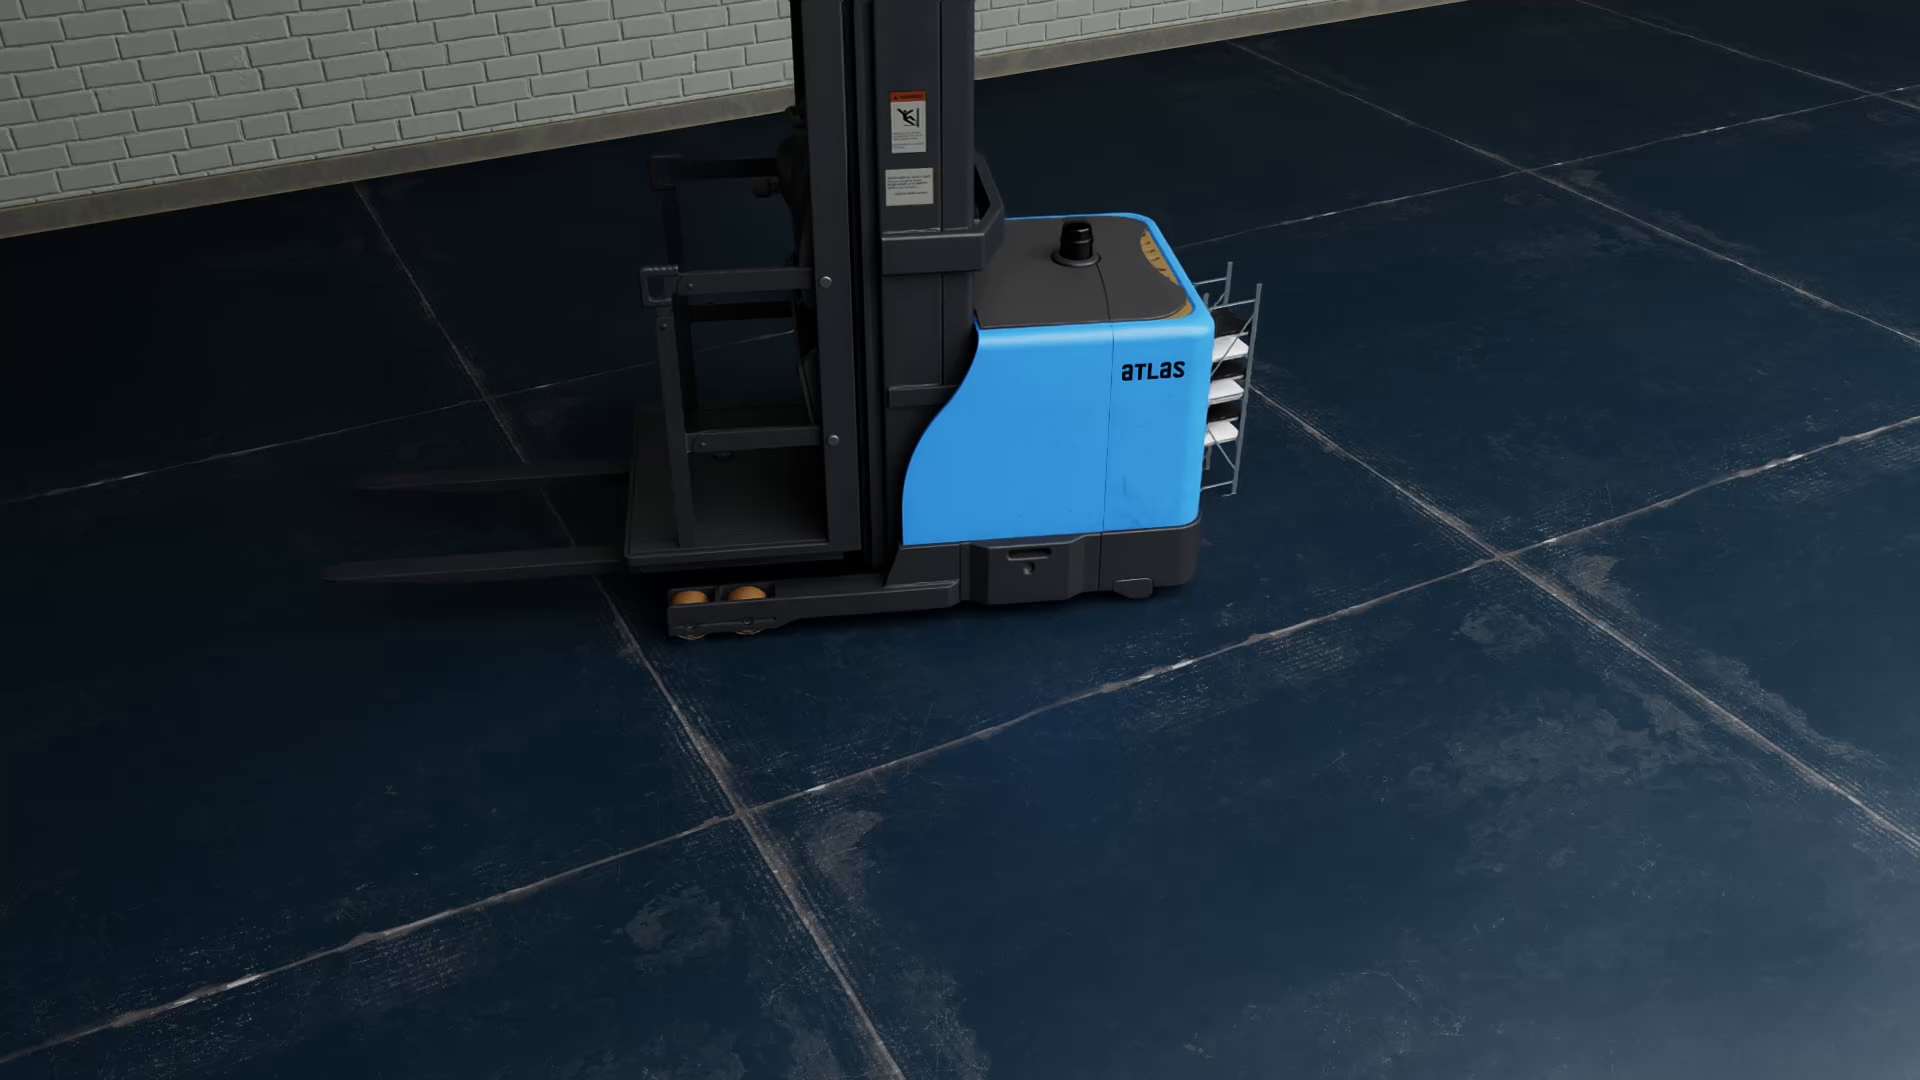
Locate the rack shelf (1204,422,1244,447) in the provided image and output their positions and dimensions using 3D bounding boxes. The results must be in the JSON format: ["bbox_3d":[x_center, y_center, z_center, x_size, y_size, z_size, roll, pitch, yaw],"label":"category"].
[{"bbox_3d":[0.934,-0.405,6.434,0.258,0.077,0.200,-13,36,-20],"label":"rack shelf"}]

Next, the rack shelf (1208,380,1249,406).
[{"bbox_3d":[0.936,-0.555,6.334,0.258,0.077,0.200,-13,36,-20],"label":"rack shelf"}]

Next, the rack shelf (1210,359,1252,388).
[{"bbox_3d":[0.937,-0.630,6.284,0.258,0.077,0.200,-13,36,-20],"label":"rack shelf"}]

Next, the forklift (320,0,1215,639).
[{"bbox_3d":[-0.709,-1.196,5.400,3.031,2.935,1.130,-4,33,-6],"label":"forklift"}]

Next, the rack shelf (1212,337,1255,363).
[{"bbox_3d":[0.939,-0.705,6.235,0.258,0.077,0.200,-13,36,-20],"label":"rack shelf"}]

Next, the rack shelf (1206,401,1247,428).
[{"bbox_3d":[0.935,-0.480,6.384,0.258,0.077,0.200,-13,36,-20],"label":"rack shelf"}]

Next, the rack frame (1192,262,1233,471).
[{"bbox_3d":[0.896,-0.635,6.393,0.240,0.900,0.006,-13,36,-20],"label":"rack frame"}]

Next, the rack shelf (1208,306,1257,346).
[{"bbox_3d":[0.940,-0.780,6.185,0.258,0.077,0.200,-13,36,-20],"label":"rack shelf"}]

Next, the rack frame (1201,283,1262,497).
[{"bbox_3d":[0.977,-0.530,6.238,0.240,0.900,0.006,-13,36,-20],"label":"rack frame"}]

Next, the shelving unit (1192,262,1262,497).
[{"bbox_3d":[0.937,-0.582,6.316,0.258,0.900,0.210,-13,36,-20],"label":"shelving unit"}]
